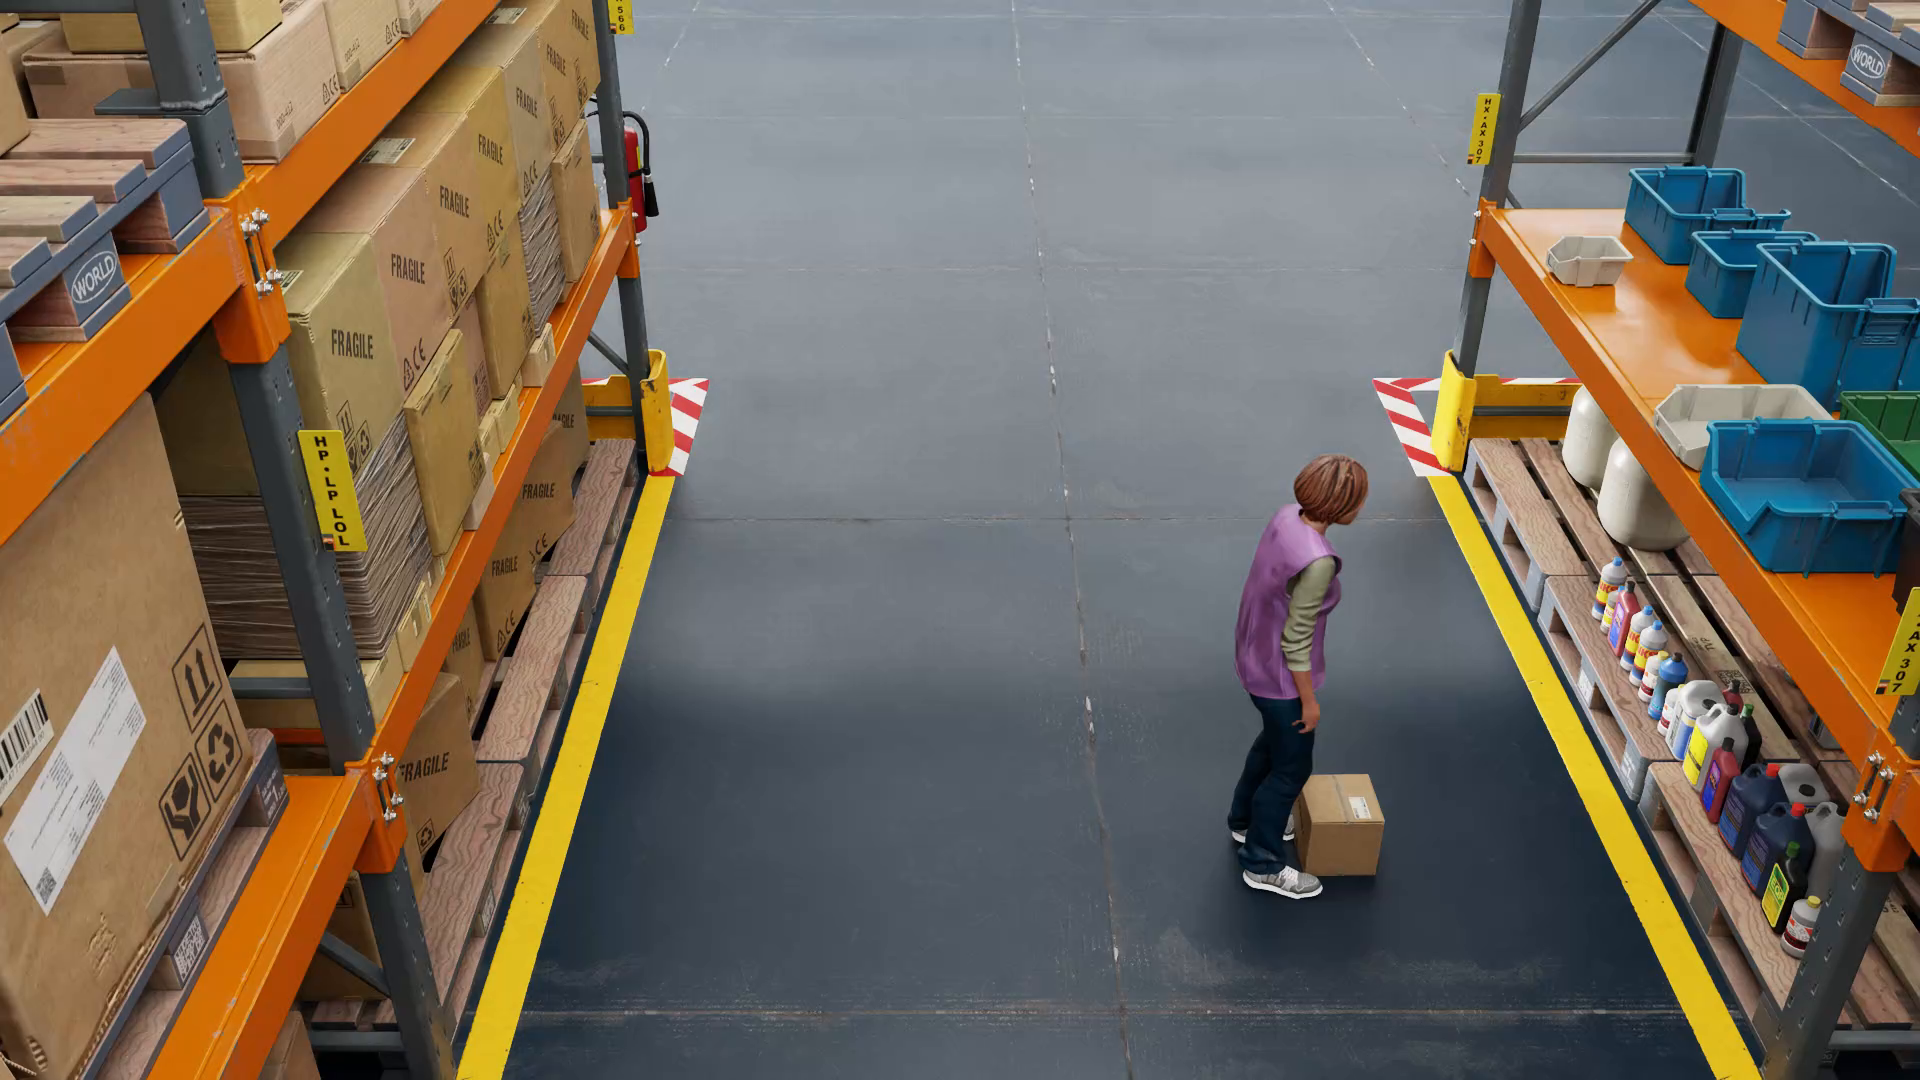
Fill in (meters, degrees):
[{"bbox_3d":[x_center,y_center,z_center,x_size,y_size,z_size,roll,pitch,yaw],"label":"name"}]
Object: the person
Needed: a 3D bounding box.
[{"bbox_3d":[1.087,0.434,5.451,0.332,1.593,0.465,0,32,-1],"label":"person"}]
